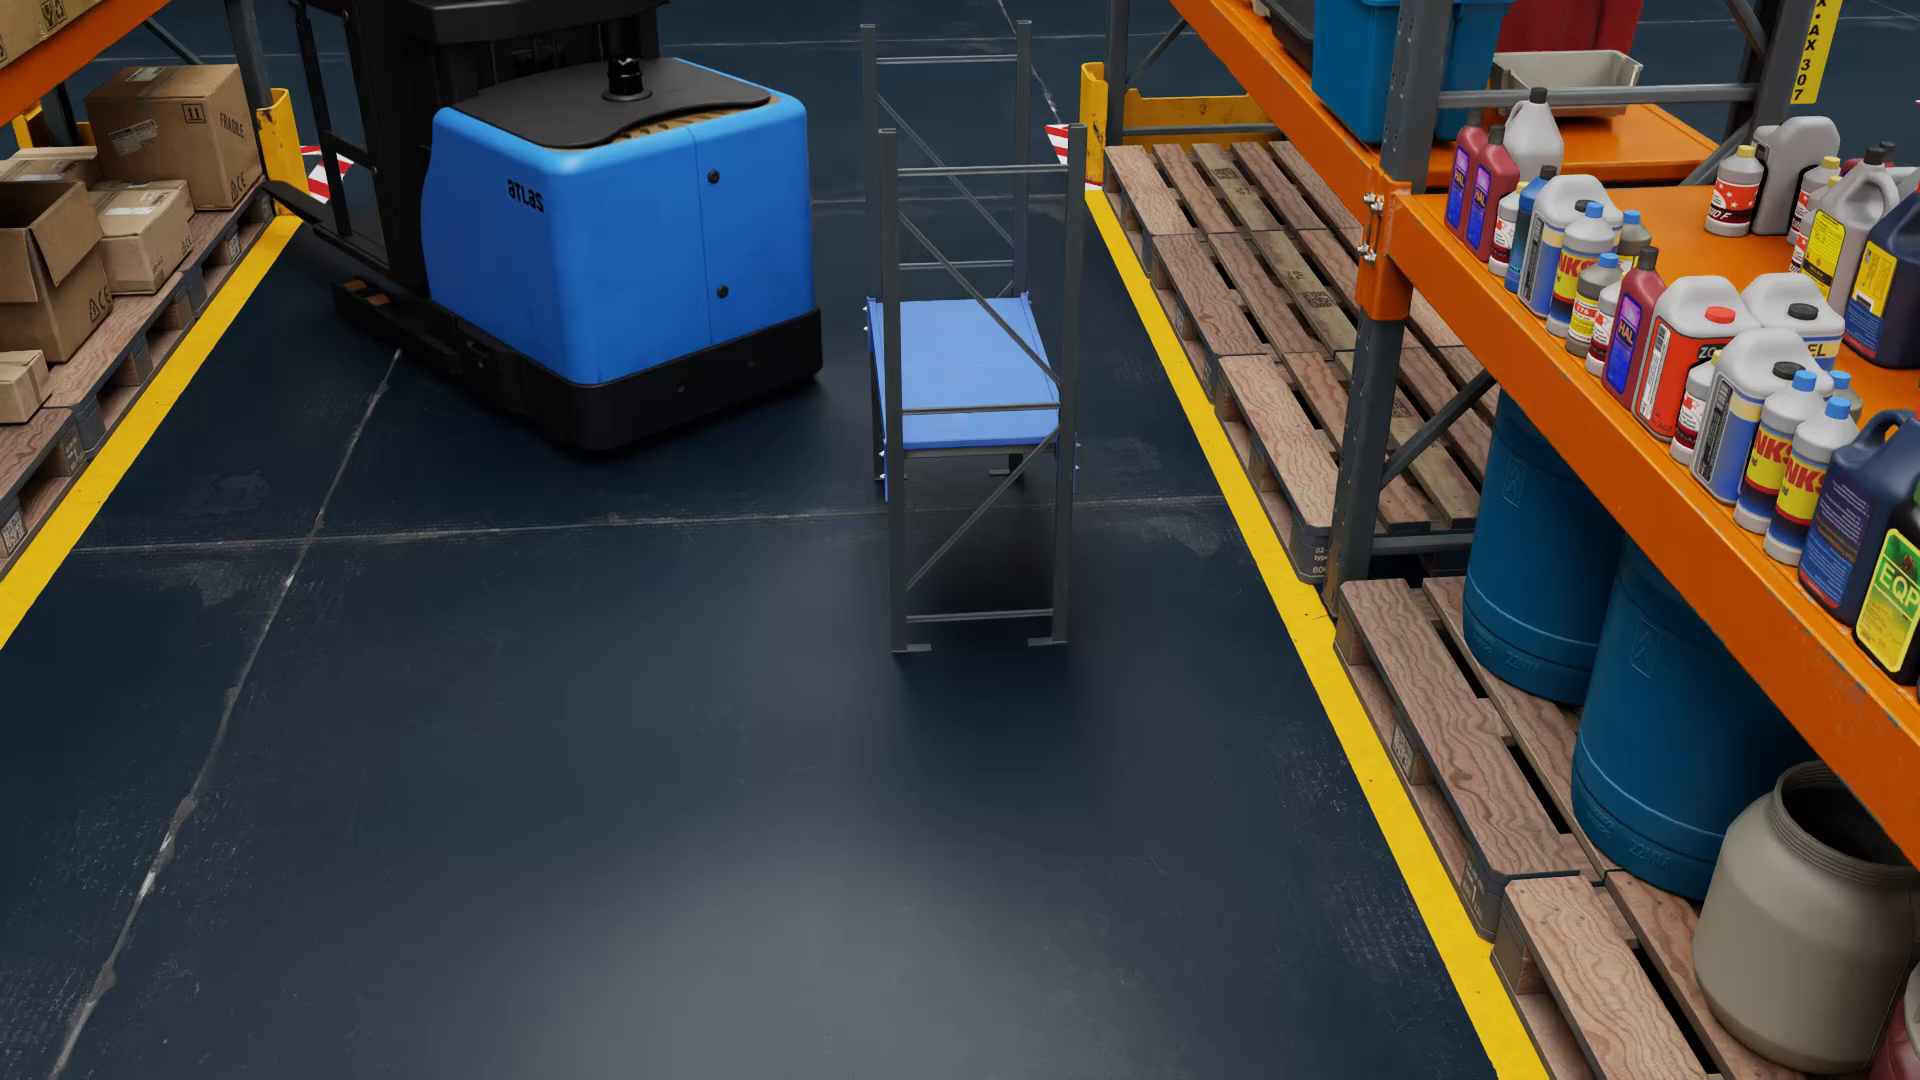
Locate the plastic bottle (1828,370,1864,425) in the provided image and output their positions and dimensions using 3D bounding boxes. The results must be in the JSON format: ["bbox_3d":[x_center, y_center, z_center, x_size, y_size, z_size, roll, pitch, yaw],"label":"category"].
[{"bbox_3d":[1.475,-0.191,2.839,0.097,0.201,0.097,0,31,0],"label":"plastic bottle"}]

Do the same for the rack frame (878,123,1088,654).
[{"bbox_3d":[0.055,-0.341,4.358,0.500,1.500,0.032,-3,31,-5],"label":"rack frame"}]

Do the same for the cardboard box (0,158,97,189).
[{"bbox_3d":[-3.911,-1.375,6.880,0.500,0.250,0.500,-3,31,-5],"label":"cardboard box"}]

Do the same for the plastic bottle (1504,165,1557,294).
[{"bbox_3d":[1.240,-0.668,3.569,0.097,0.271,0.097,0,31,0],"label":"plastic bottle"}]

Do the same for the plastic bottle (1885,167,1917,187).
[{"bbox_3d":[1.973,-0.681,3.586,0.152,0.276,0.135,-3,31,-5],"label":"plastic bottle"}]

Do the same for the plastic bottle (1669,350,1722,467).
[{"bbox_3d":[1.314,-0.234,2.910,0.097,0.201,0.097,0,31,0],"label":"plastic bottle"}]

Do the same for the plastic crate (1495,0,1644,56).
[{"bbox_3d":[1.746,-1.628,4.929,0.402,0.464,0.583,-3,31,-5],"label":"plastic crate"}]

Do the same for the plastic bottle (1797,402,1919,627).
[{"bbox_3d":[1.381,-0.059,2.471,0.144,0.351,0.185,-3,31,-5],"label":"plastic bottle"}]

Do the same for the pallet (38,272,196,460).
[{"bbox_3d":[-3.532,-0.649,6.131,1.003,0.211,1.213,-3,31,-5],"label":"pallet"}]

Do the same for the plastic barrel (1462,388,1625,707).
[{"bbox_3d":[1.614,-0.108,4.142,0.600,0.901,0.708,-3,31,-5],"label":"plastic barrel"}]

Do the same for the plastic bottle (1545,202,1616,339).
[{"bbox_3d":[1.262,-0.550,3.370,0.097,0.271,0.097,0,31,0],"label":"plastic bottle"}]

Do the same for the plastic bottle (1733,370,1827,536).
[{"bbox_3d":[1.336,-0.145,2.693,0.097,0.271,0.097,0,31,0],"label":"plastic bottle"}]

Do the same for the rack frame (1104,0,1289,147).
[{"bbox_3d":[1.206,-3.149,7.597,1.000,3.000,0.127,-3,31,-5],"label":"rack frame"}]

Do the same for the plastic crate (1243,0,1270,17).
[{"bbox_3d":[1.118,-1.894,5.694,0.293,0.136,0.466,-3,31,-5],"label":"plastic crate"}]

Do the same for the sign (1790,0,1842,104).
[{"bbox_3d":[2.128,-1.251,4.149,0.100,0.325,0.005,-3,31,-5],"label":"sign"}]

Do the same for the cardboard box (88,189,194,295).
[{"bbox_3d":[-3.371,-1.170,6.535,0.500,0.250,0.500,-3,31,-5],"label":"cardboard box"}]

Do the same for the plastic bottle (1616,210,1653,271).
[{"bbox_3d":[1.401,-0.595,3.516,0.097,0.201,0.097,0,31,0],"label":"plastic bottle"}]

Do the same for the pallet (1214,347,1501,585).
[{"bbox_3d":[1.473,-0.283,5.518,1.003,0.211,1.213,-3,31,-5],"label":"pallet"}]

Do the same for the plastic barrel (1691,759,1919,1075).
[{"bbox_3d":[1.644,0.714,3.146,0.421,0.512,0.421,0,31,0],"label":"plastic barrel"}]

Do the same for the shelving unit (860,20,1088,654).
[{"bbox_3d":[0.008,-0.600,4.792,0.538,1.500,1.048,-3,31,-5],"label":"shelving unit"}]

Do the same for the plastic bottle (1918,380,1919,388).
[{"bbox_3d":[1.898,-0.406,3.130,0.097,0.271,0.097,0,31,0],"label":"plastic bottle"}]

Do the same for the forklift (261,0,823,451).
[{"bbox_3d":[-1.883,-2.226,6.118,1.130,2.935,3.031,-26,39,-36],"label":"forklift"}]

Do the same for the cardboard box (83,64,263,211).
[{"bbox_3d":[-3.430,-1.763,7.286,0.500,0.500,0.500,-3,31,-5],"label":"cardboard box"}]

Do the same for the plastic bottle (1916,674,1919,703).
[{"bbox_3d":[1.411,0.104,2.199,0.144,0.351,0.185,-3,31,-5],"label":"plastic bottle"}]

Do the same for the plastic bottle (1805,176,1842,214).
[{"bbox_3d":[1.929,-0.707,3.702,0.097,0.201,0.097,0,31,0],"label":"plastic bottle"}]

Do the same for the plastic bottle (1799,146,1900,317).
[{"bbox_3d":[1.848,-0.625,3.419,0.144,0.351,0.185,-3,31,-5],"label":"plastic bottle"}]

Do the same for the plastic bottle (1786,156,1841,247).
[{"bbox_3d":[1.977,-0.778,3.821,0.097,0.201,0.097,0,31,0],"label":"plastic bottle"}]

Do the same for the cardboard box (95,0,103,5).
[{"bbox_3d":[-3.320,-2.221,5.946,0.500,0.500,0.500,-3,31,-4],"label":"cardboard box"}]

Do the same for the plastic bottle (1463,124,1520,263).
[{"bbox_3d":[1.202,-0.781,3.746,0.061,0.283,0.133,-3,31,-5],"label":"plastic bottle"}]

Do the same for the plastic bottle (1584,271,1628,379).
[{"bbox_3d":[1.280,-0.420,3.222,0.097,0.201,0.097,0,31,0],"label":"plastic bottle"}]

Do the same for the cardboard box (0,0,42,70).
[{"bbox_3d":[-3.224,-1.704,5.081,0.500,0.500,0.500,-3,31,-5],"label":"cardboard box"}]

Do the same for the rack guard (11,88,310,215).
[{"bbox_3d":[-3.719,-1.802,7.779,1.175,0.500,0.348,-3,31,-5],"label":"rack guard"}]

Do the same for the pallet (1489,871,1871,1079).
[{"bbox_3d":[1.728,1.111,3.185,1.003,0.211,1.213,-3,31,-5],"label":"pallet"}]

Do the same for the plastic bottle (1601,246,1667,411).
[{"bbox_3d":[1.273,-0.395,3.101,0.061,0.283,0.133,-3,31,-5],"label":"plastic bottle"}]

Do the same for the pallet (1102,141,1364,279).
[{"bbox_3d":[1.245,-1.529,7.604,1.003,0.211,1.213,-3,31,-5],"label":"pallet"}]

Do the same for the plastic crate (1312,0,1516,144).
[{"bbox_3d":[1.197,-1.348,4.538,0.392,0.384,0.575,-3,31,-5],"label":"plastic crate"}]

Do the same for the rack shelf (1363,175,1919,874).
[{"bbox_3d":[1.767,0.223,2.653,1.077,0.370,4.000,-3,31,-5],"label":"rack shelf"}]
